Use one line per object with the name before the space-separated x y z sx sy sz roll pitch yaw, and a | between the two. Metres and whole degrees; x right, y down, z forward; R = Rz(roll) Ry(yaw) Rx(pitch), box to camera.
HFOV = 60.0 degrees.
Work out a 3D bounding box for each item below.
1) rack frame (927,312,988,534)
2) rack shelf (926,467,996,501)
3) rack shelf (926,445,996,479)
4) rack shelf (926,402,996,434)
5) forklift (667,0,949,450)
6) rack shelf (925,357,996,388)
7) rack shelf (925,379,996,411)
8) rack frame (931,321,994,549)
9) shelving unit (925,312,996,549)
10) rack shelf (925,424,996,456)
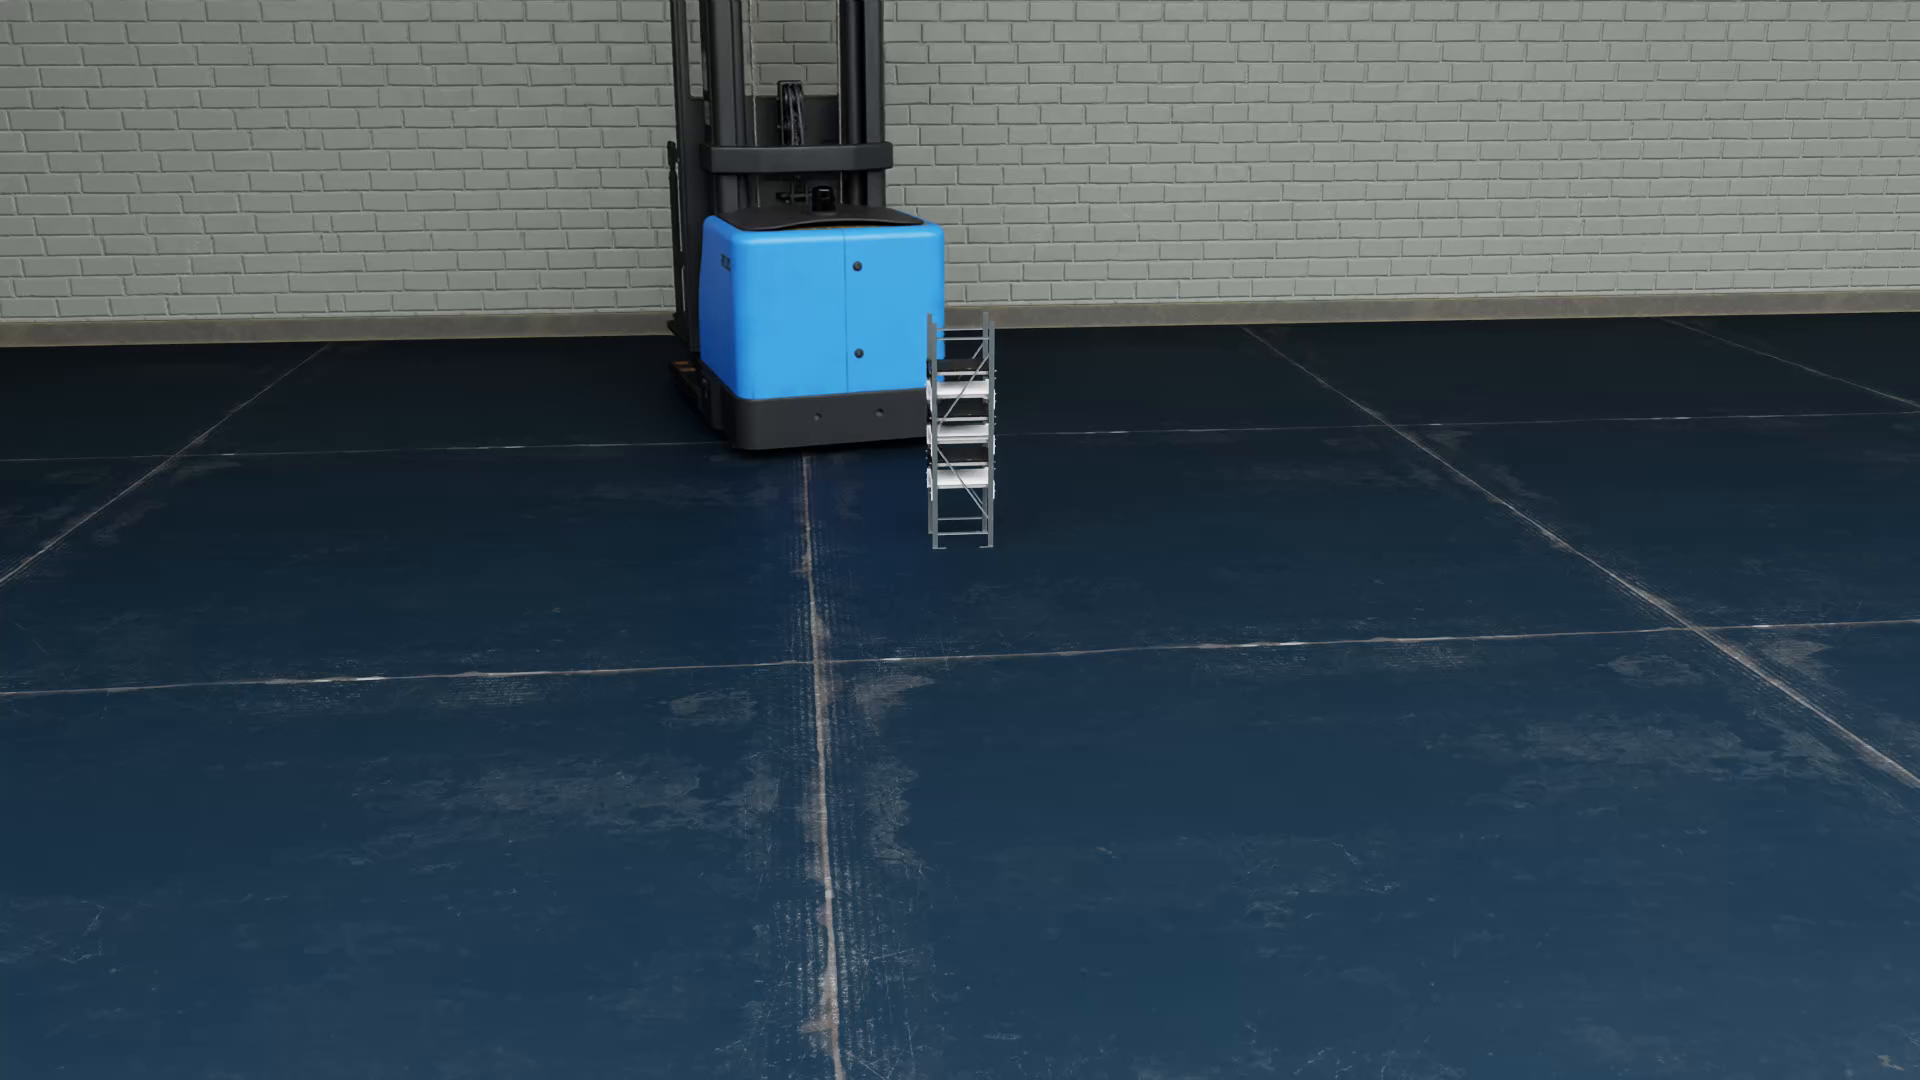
rack frame | -0.010 -0.457 6.631 0.240 0.900 0.006 -2 18 -6
rack shelf | 0.001 -0.223 6.598 0.258 0.077 0.200 -2 18 -6
rack shelf | 0.001 -0.309 6.572 0.258 0.077 0.200 -2 18 -6
rack shelf | 0.001 -0.481 6.518 0.258 0.077 0.200 -2 18 -6
forklift | -1.005 -2.220 8.856 1.130 2.935 3.031 -6 18 -18
rack shelf | 0.001 -0.653 6.464 0.258 0.077 0.200 -2 18 -6
rack shelf | 0.001 -0.567 6.491 0.258 0.077 0.200 -2 18 -6
rack frame | 0.011 -0.397 6.438 0.240 0.900 0.006 -2 18 -6
shelving unit | 0.001 -0.427 6.535 0.258 0.900 0.210 -2 18 -6
rack shelf | 0.001 -0.395 6.545 0.258 0.077 0.200 -2 18 -6
